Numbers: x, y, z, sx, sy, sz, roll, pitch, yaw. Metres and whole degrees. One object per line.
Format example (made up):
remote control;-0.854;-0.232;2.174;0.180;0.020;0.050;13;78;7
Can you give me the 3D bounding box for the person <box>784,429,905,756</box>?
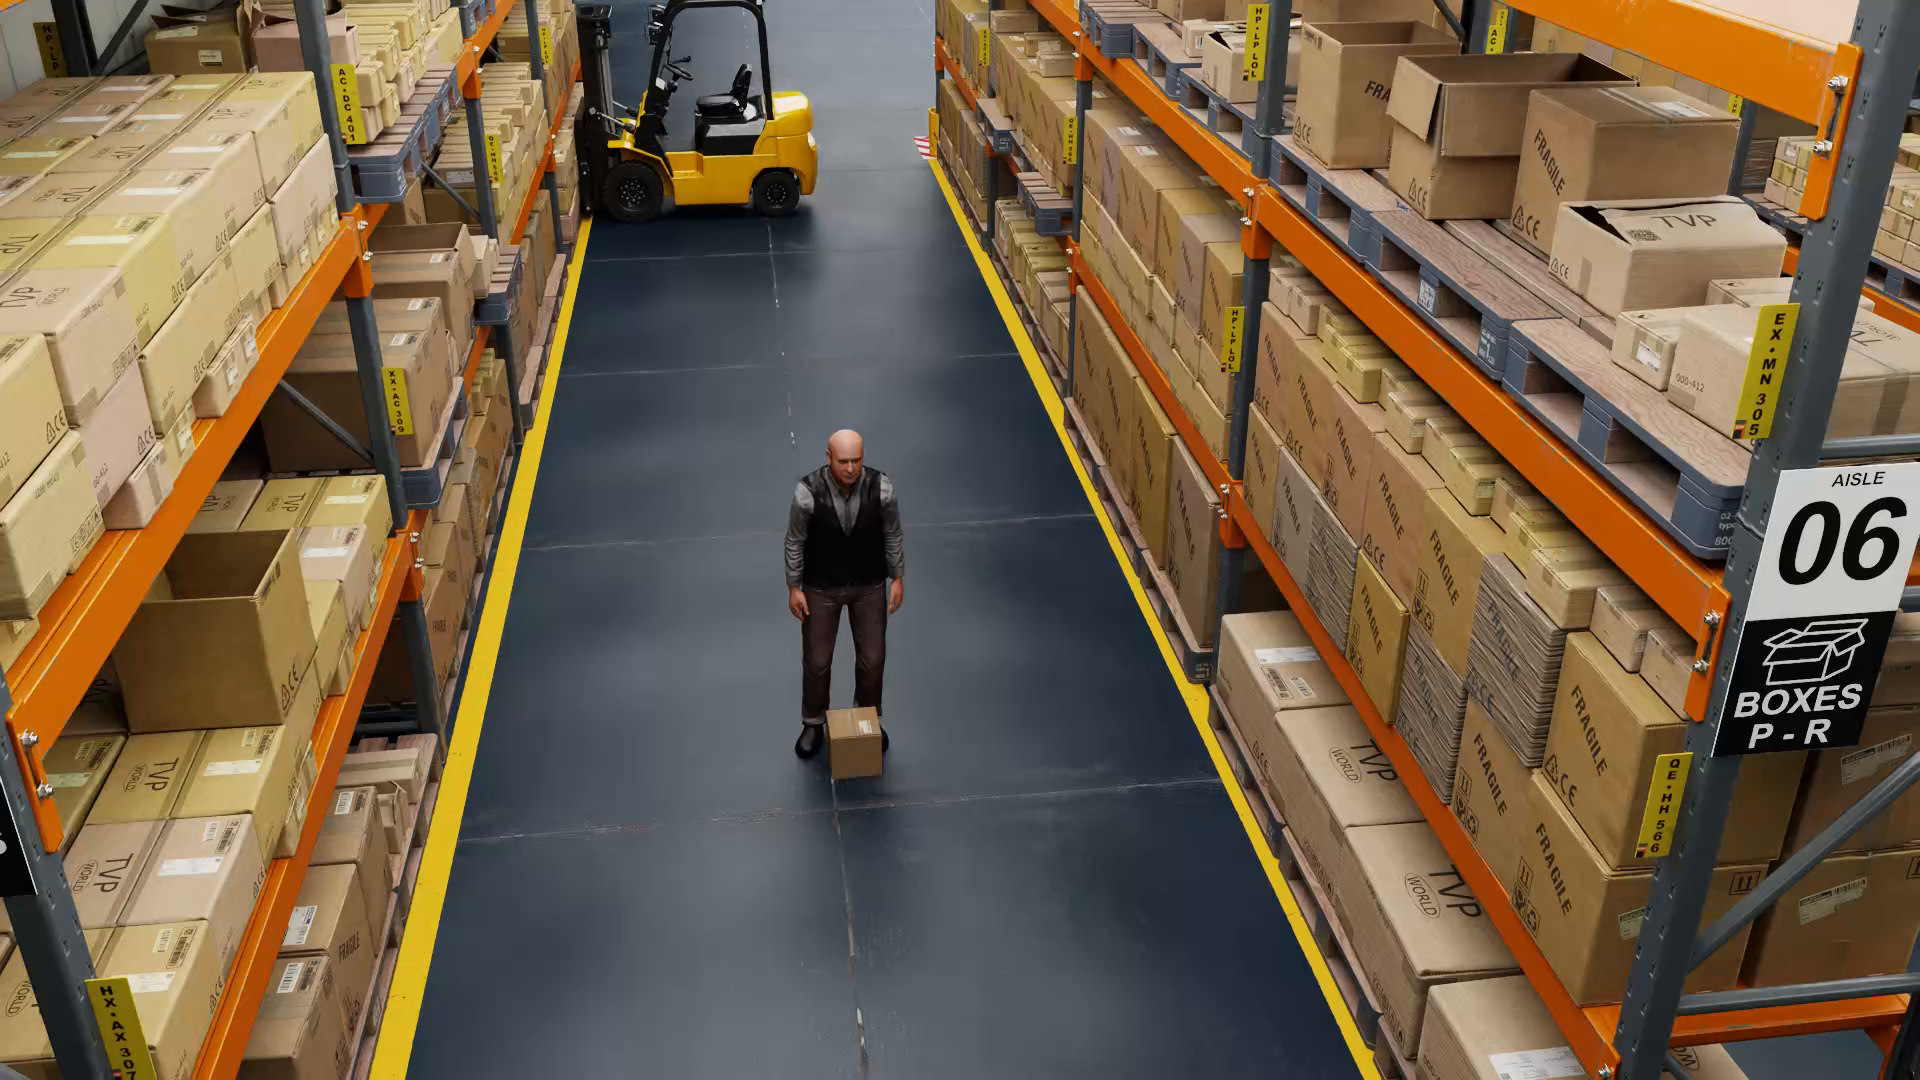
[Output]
person;-0.561;0.240;8.171;0.594;1.722;0.369;-5;27;-10
